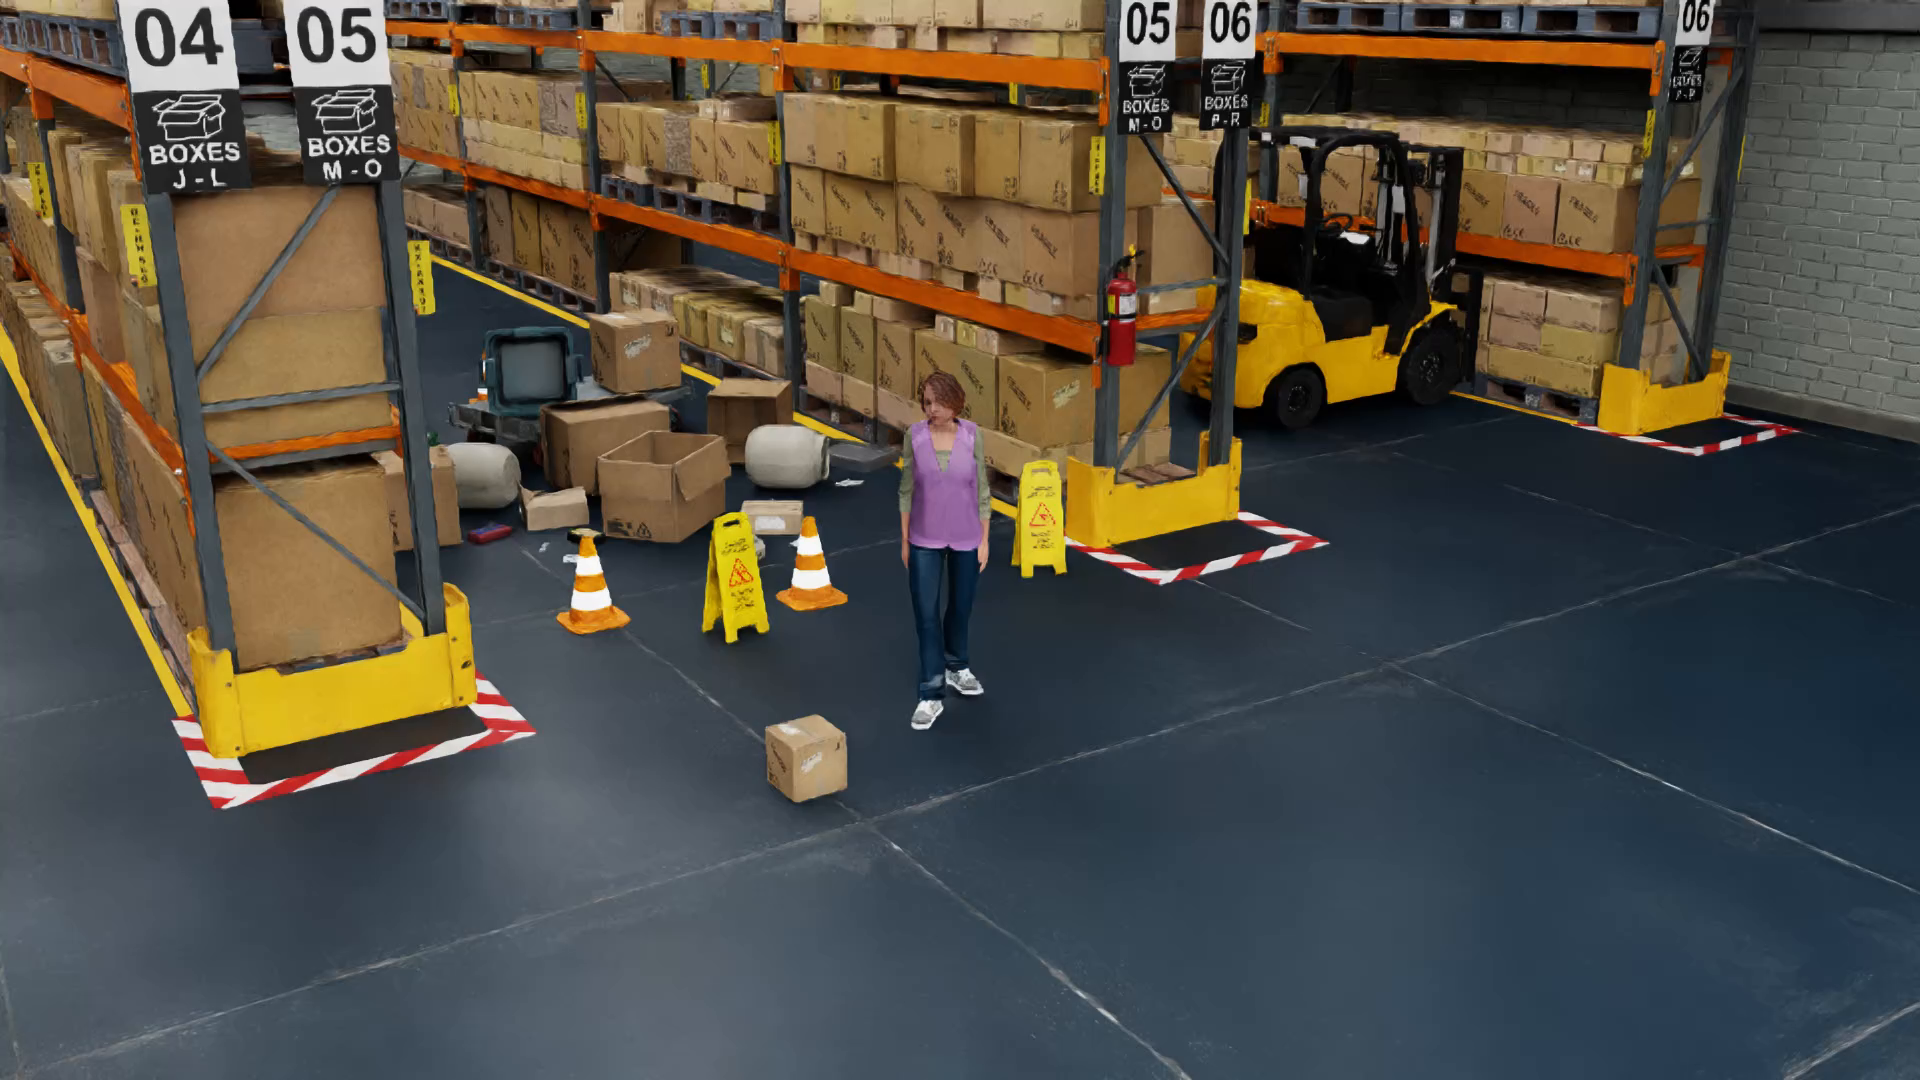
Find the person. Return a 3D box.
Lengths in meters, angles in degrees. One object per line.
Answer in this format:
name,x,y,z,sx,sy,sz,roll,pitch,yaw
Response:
person,-0.066,0.017,7.515,0.417,1.597,0.565,-2,18,-5
